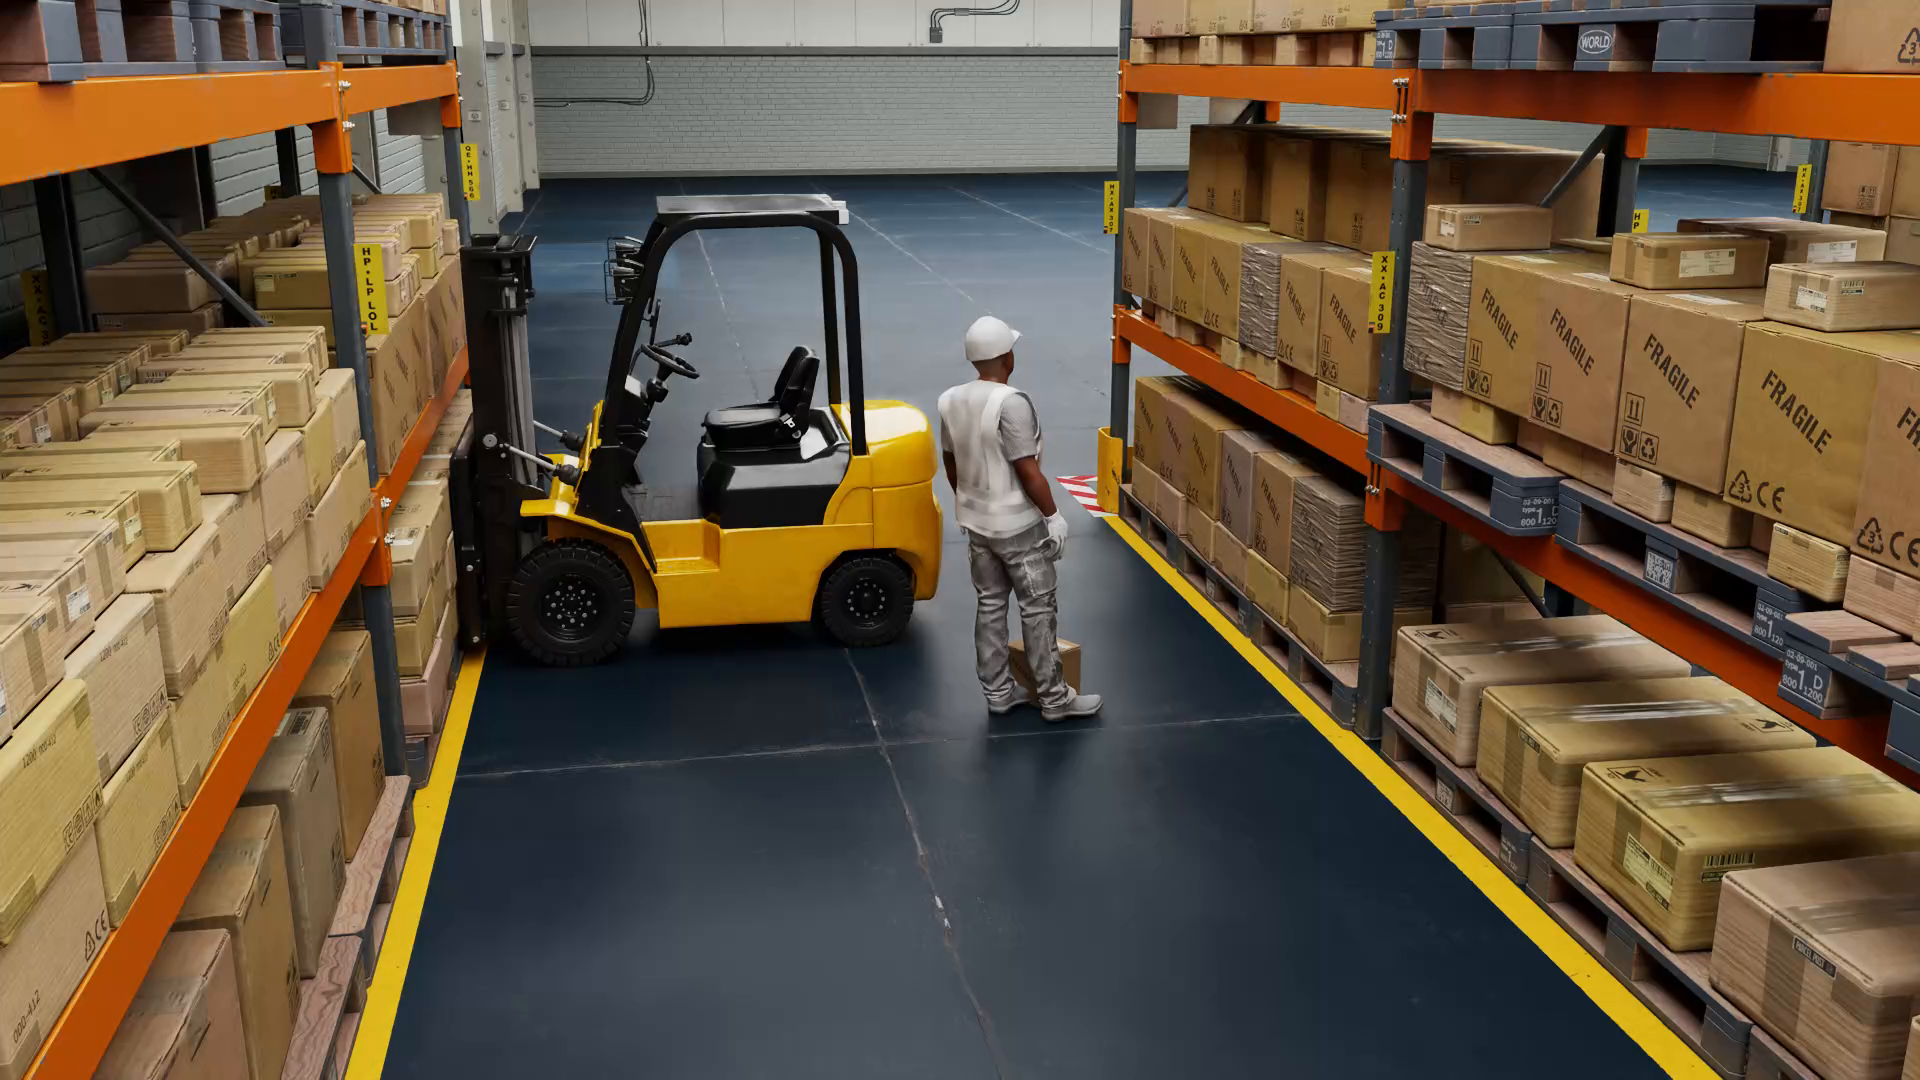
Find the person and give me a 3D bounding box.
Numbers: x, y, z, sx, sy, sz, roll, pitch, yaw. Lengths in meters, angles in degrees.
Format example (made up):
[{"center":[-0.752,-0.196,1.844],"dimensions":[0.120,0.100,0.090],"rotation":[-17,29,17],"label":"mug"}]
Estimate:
[{"center":[0.250,-0.100,7.310],"dimensions":[0.575,1.785,0.657],"rotation":[-13,21,-38],"label":"person"}]
